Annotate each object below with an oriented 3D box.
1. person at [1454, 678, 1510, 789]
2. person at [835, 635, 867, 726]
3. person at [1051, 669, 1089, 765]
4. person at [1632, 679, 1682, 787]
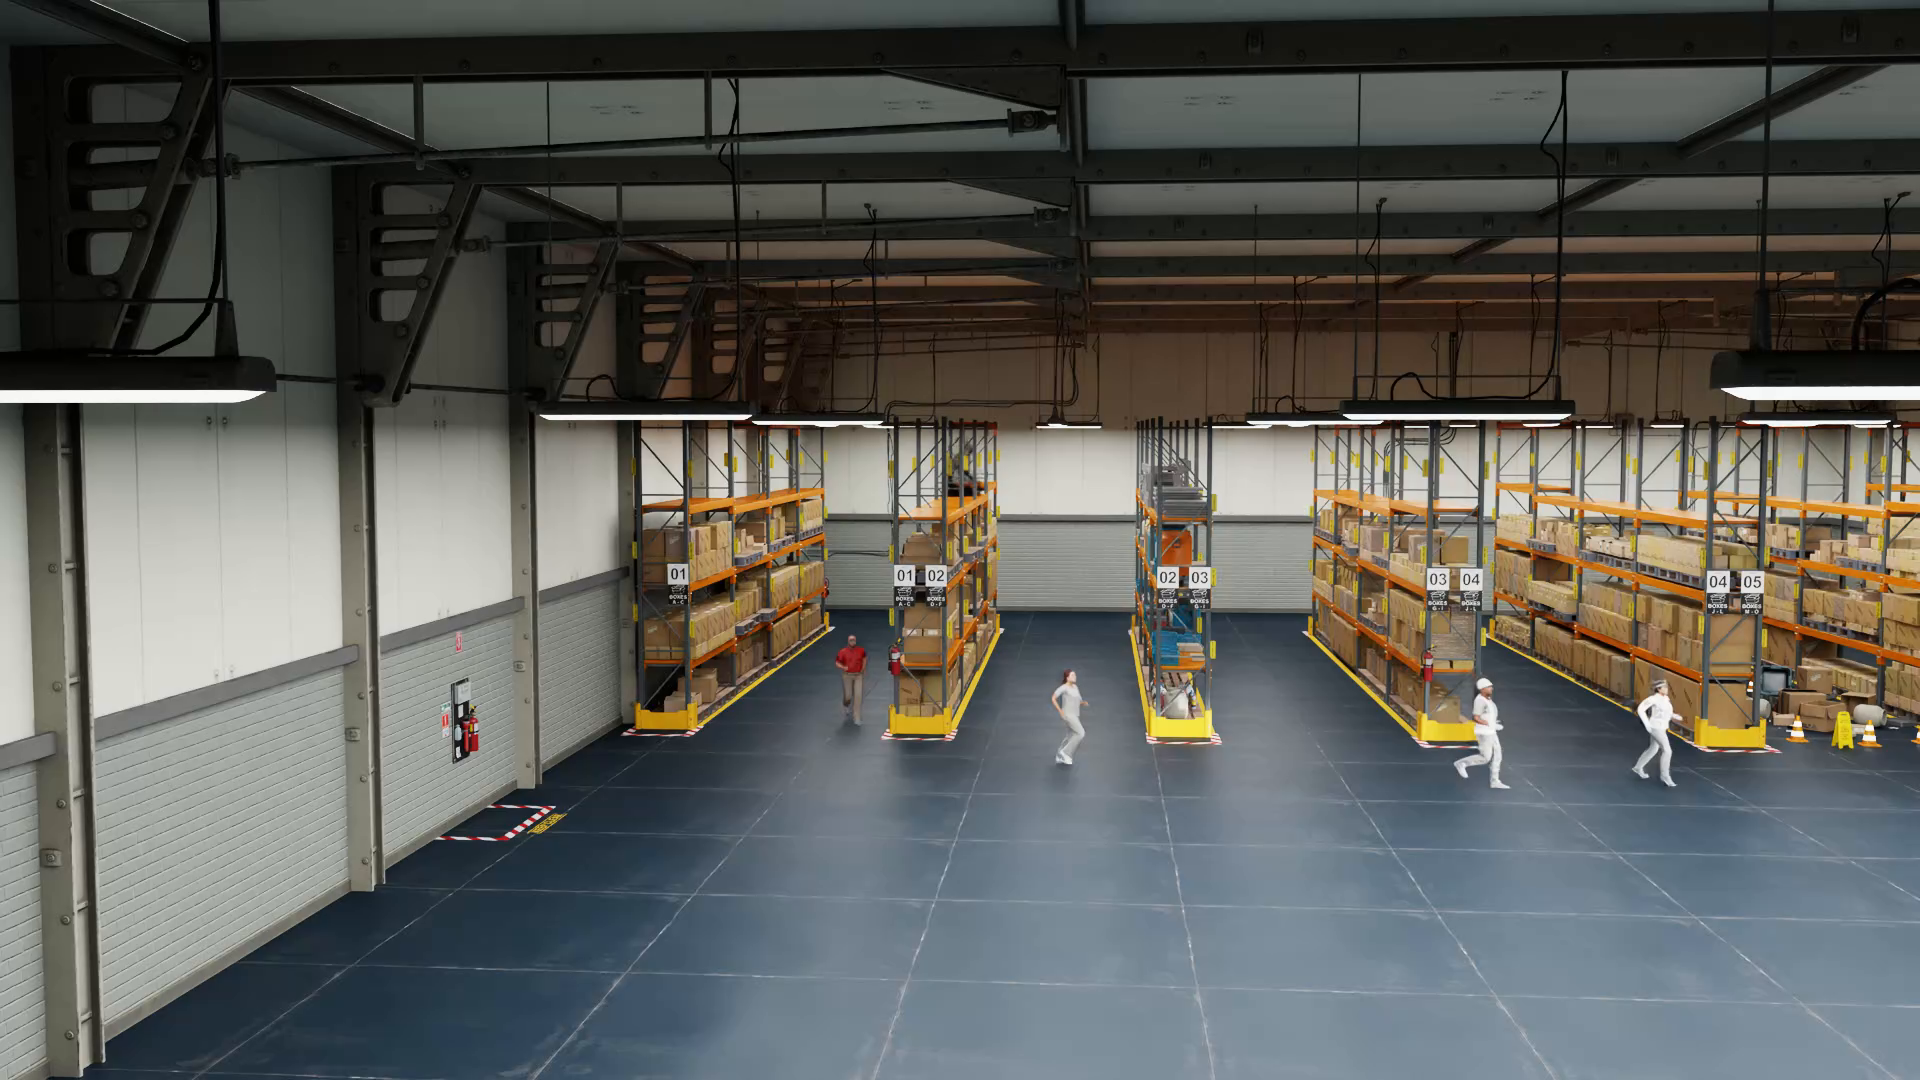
[{"bbox_3d":[8.399,3.099,26.686,0.878,1.766,0.681,2,4,31],"label":"person"},{"bbox_3d":[-2.117,2.725,32.689,0.664,1.725,0.954,-1,4,-13],"label":"person"},{"bbox_3d":[1.915,3.026,28.442,0.643,1.639,0.546,2,4,31],"label":"person"},{"bbox_3d":[11.366,3.112,27.109,0.751,1.743,0.600,3,5,42],"label":"person"}]
